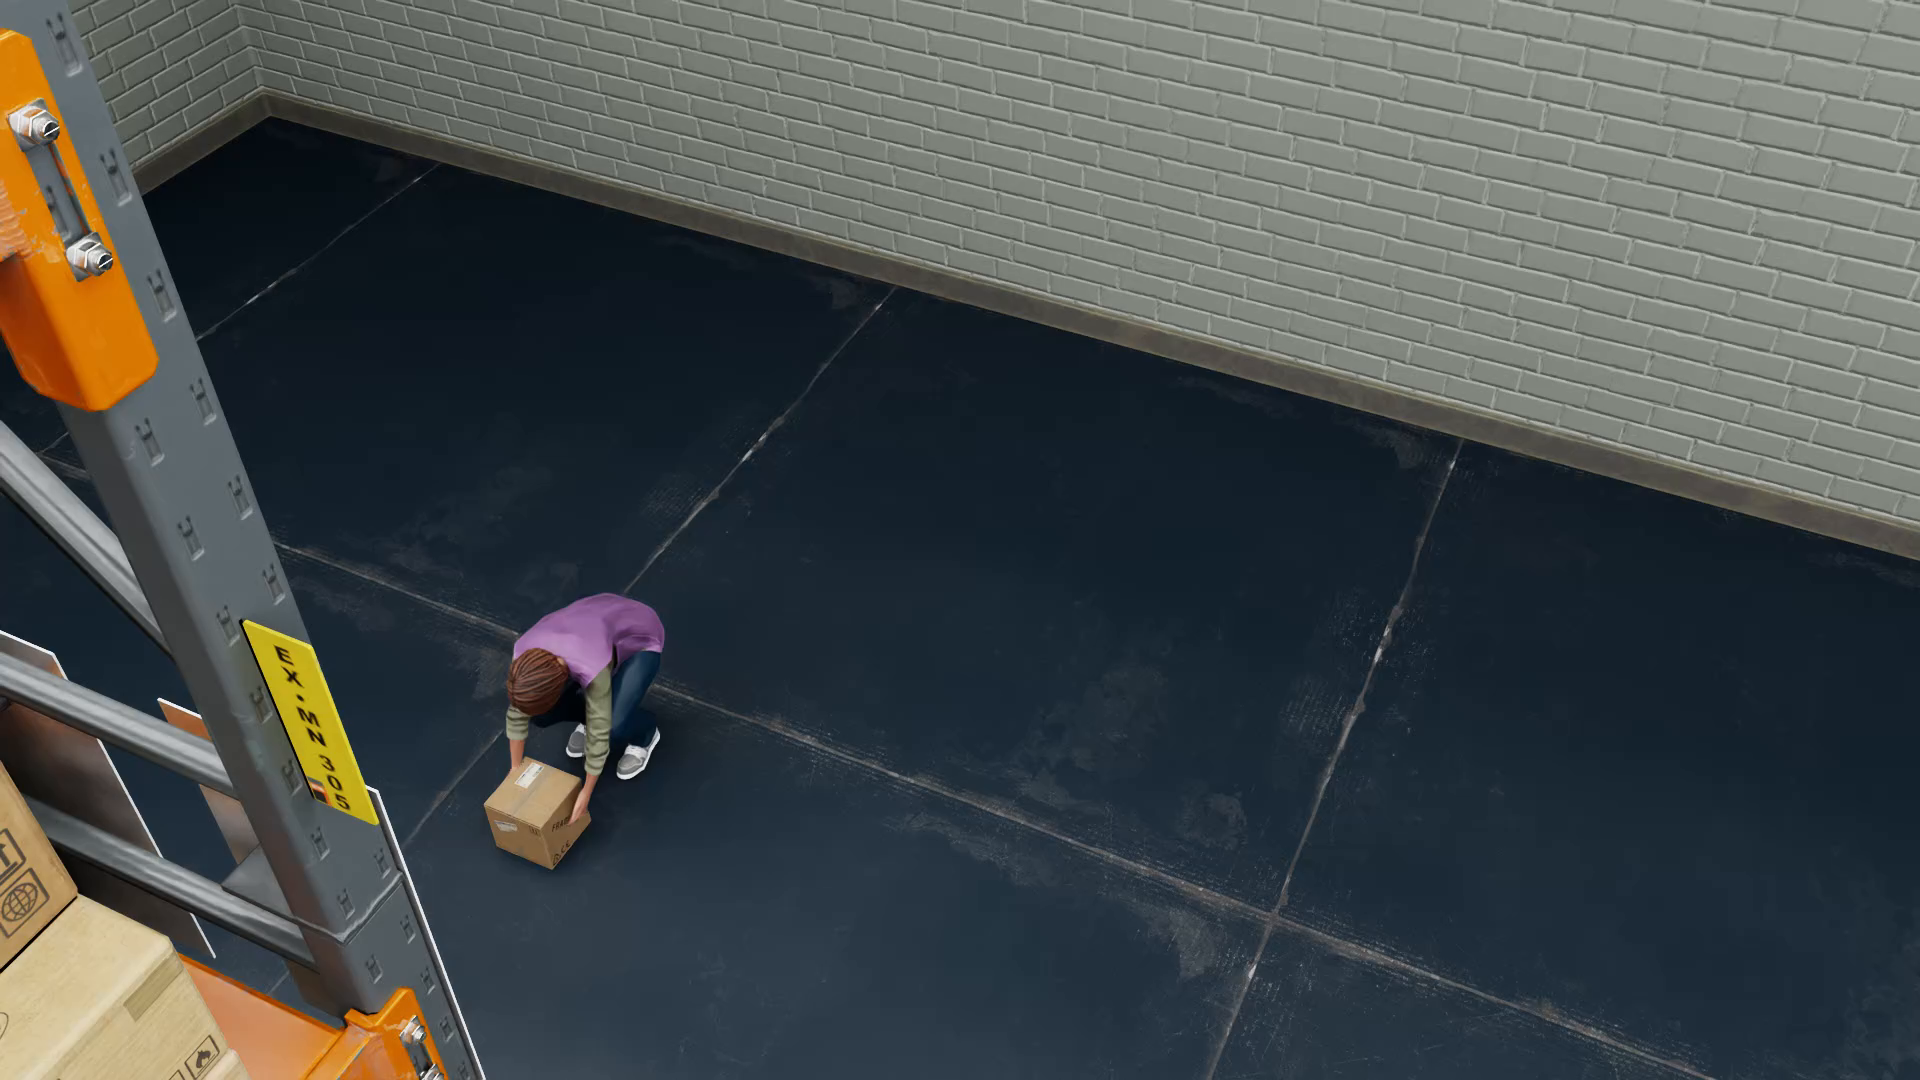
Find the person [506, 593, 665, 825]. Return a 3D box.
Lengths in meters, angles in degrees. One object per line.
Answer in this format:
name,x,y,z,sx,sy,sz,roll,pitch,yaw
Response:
person,-1.363,0.548,6.105,0.444,0.878,0.795,17,45,18
